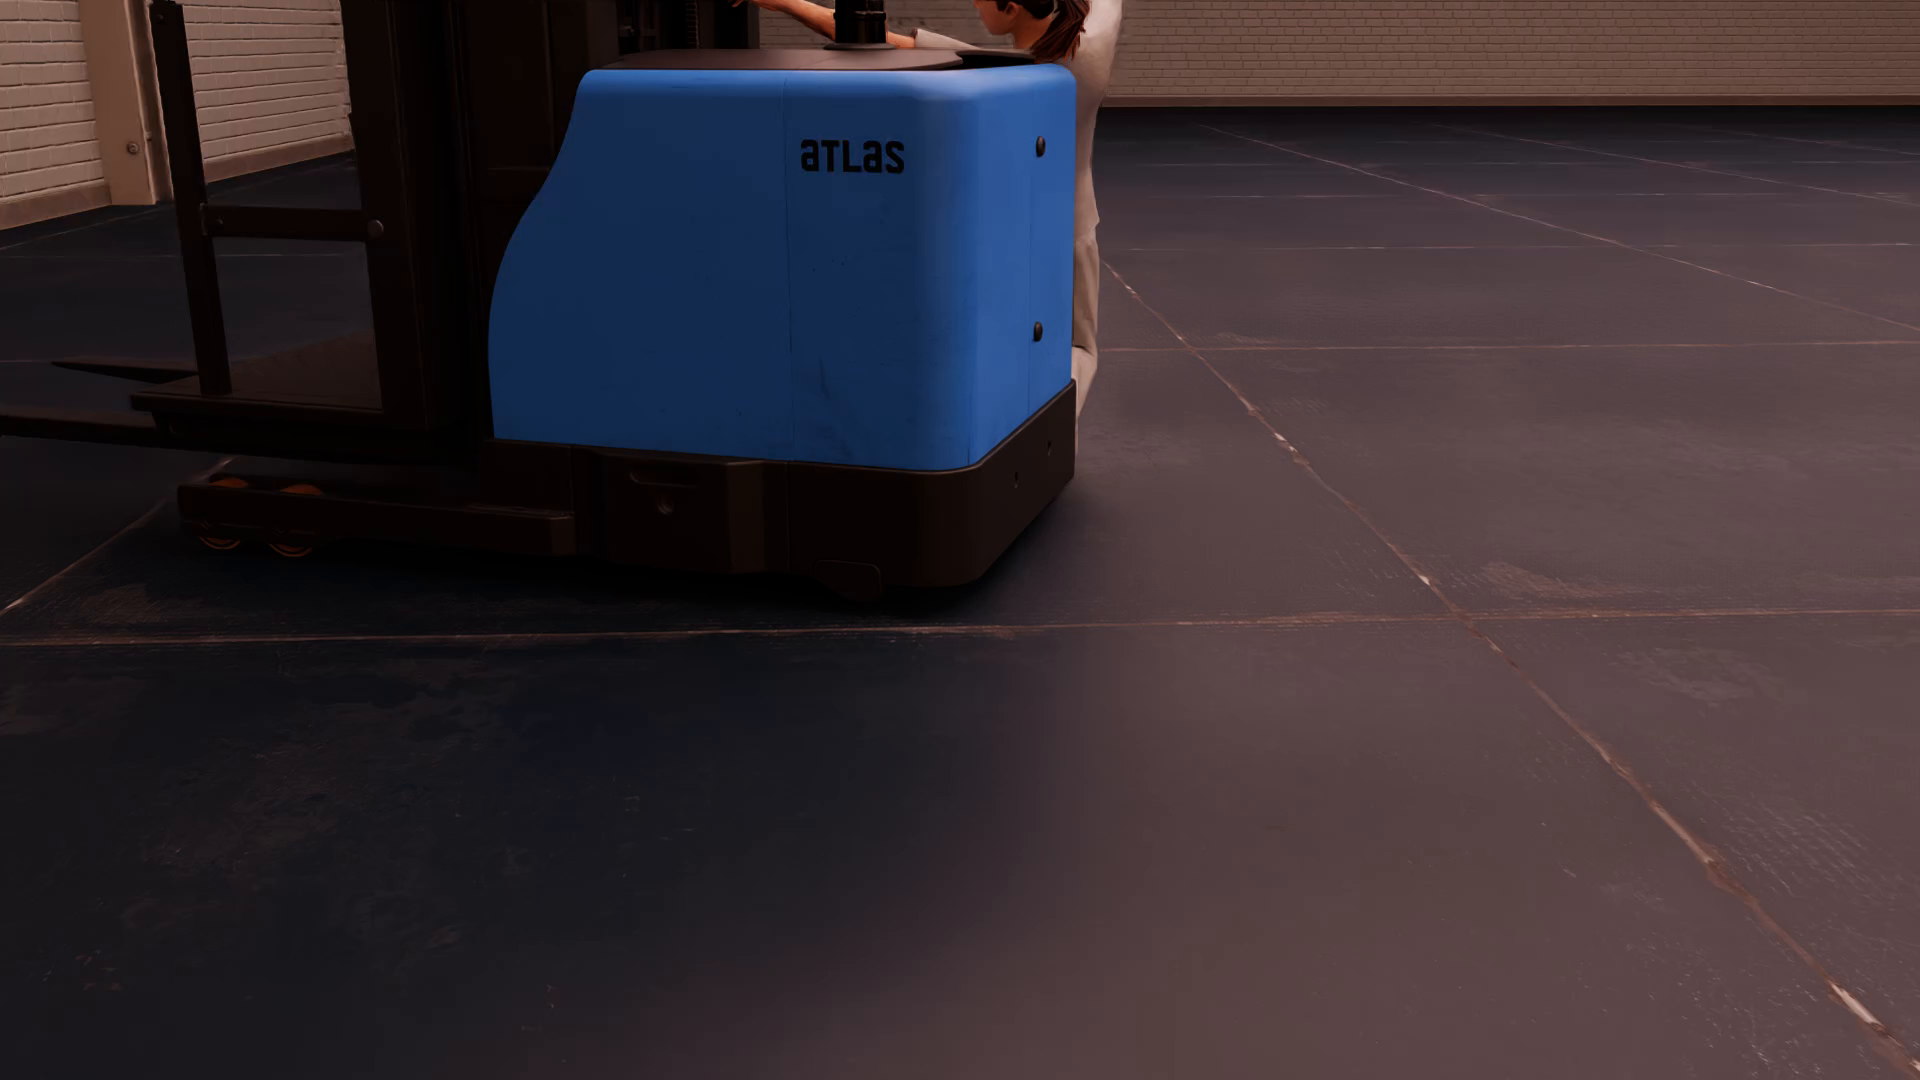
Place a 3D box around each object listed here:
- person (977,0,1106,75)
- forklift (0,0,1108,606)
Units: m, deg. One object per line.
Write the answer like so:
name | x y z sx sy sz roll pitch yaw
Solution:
person | -0.073 -0.876 4.436 0.932 1.387 0.904 -4 17 -12
forklift | -1.213 -1.497 3.800 3.031 2.935 1.130 5 18 16
